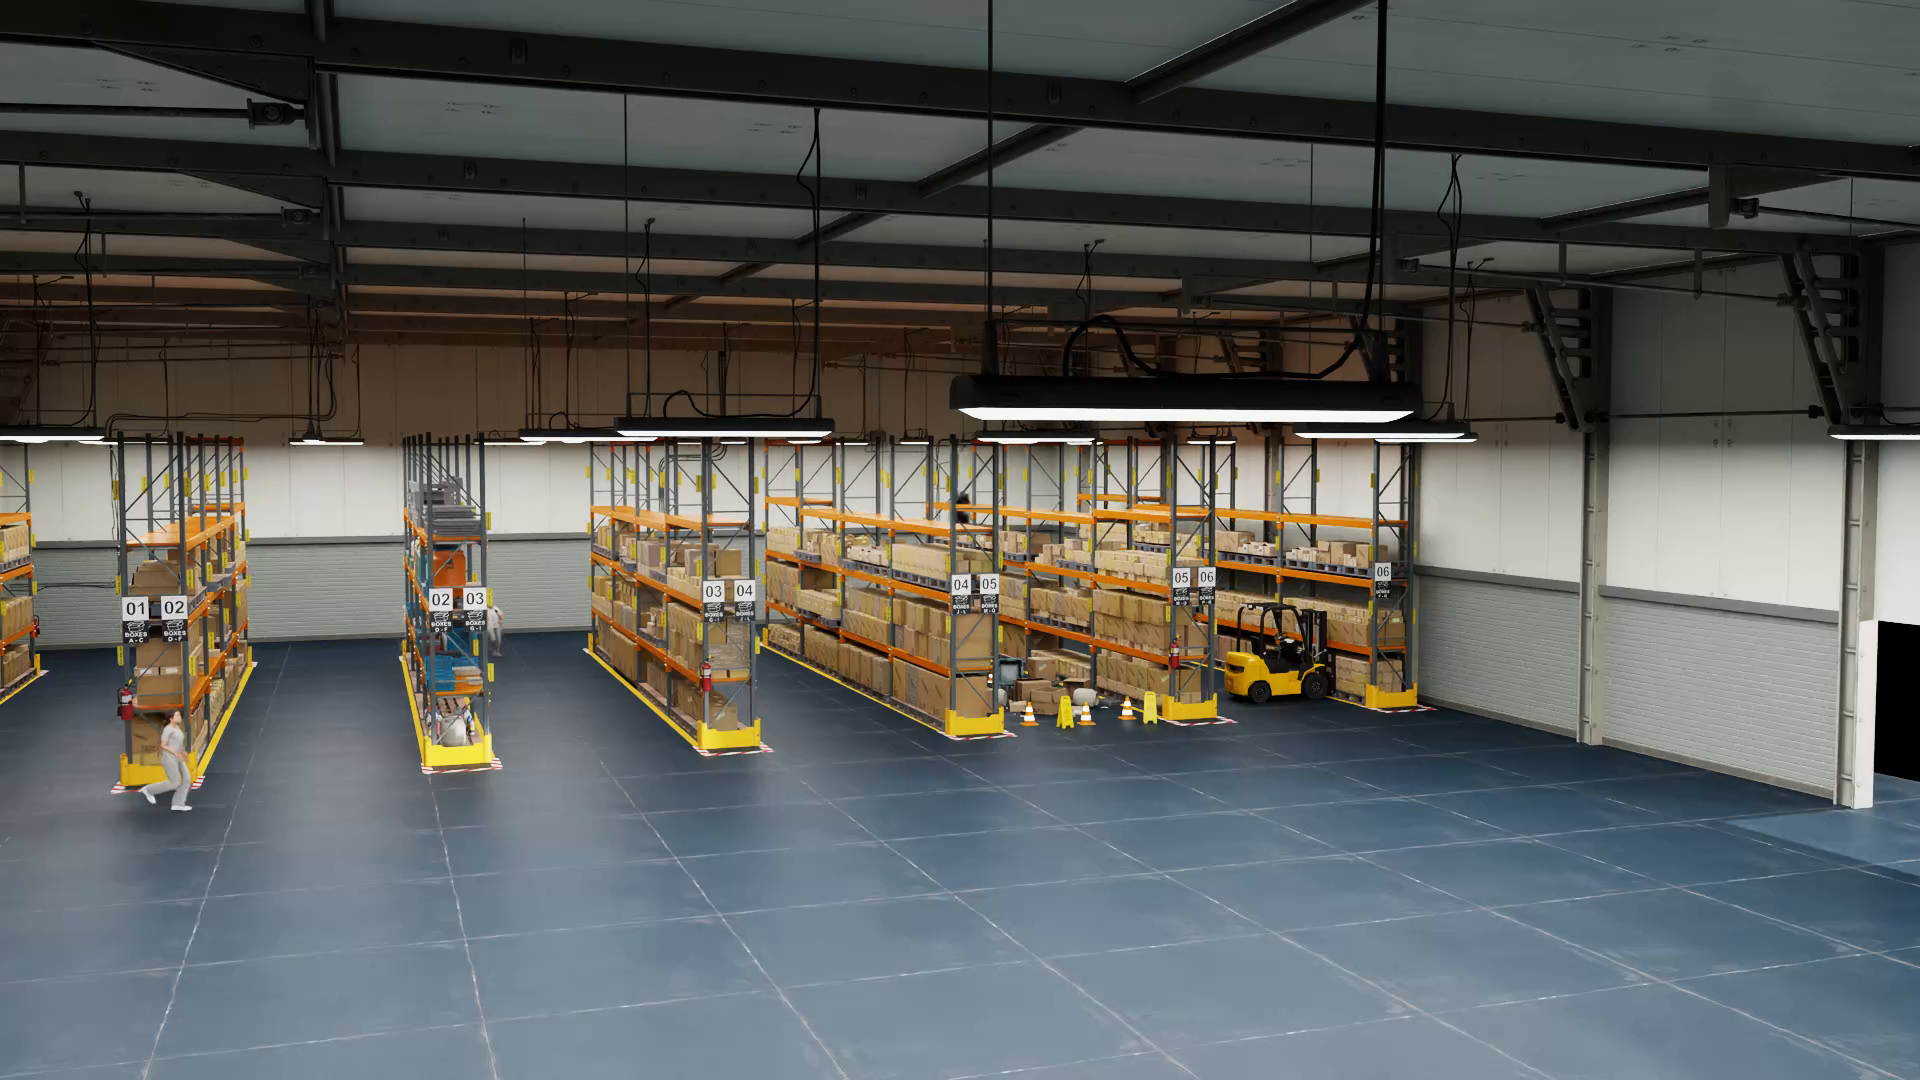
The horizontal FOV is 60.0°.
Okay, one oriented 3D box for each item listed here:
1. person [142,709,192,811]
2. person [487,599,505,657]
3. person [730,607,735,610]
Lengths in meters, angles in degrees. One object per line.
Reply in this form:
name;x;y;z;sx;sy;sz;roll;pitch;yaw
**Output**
person;-12.474;3.450;26.176;0.701;1.602;0.540;0;3;-4
person;-12.796;2.398;45.468;0.696;1.601;0.604;-2;4;-35
person;-6.507;2.312;47.354;0.569;1.563;0.602;-1;3;-15
